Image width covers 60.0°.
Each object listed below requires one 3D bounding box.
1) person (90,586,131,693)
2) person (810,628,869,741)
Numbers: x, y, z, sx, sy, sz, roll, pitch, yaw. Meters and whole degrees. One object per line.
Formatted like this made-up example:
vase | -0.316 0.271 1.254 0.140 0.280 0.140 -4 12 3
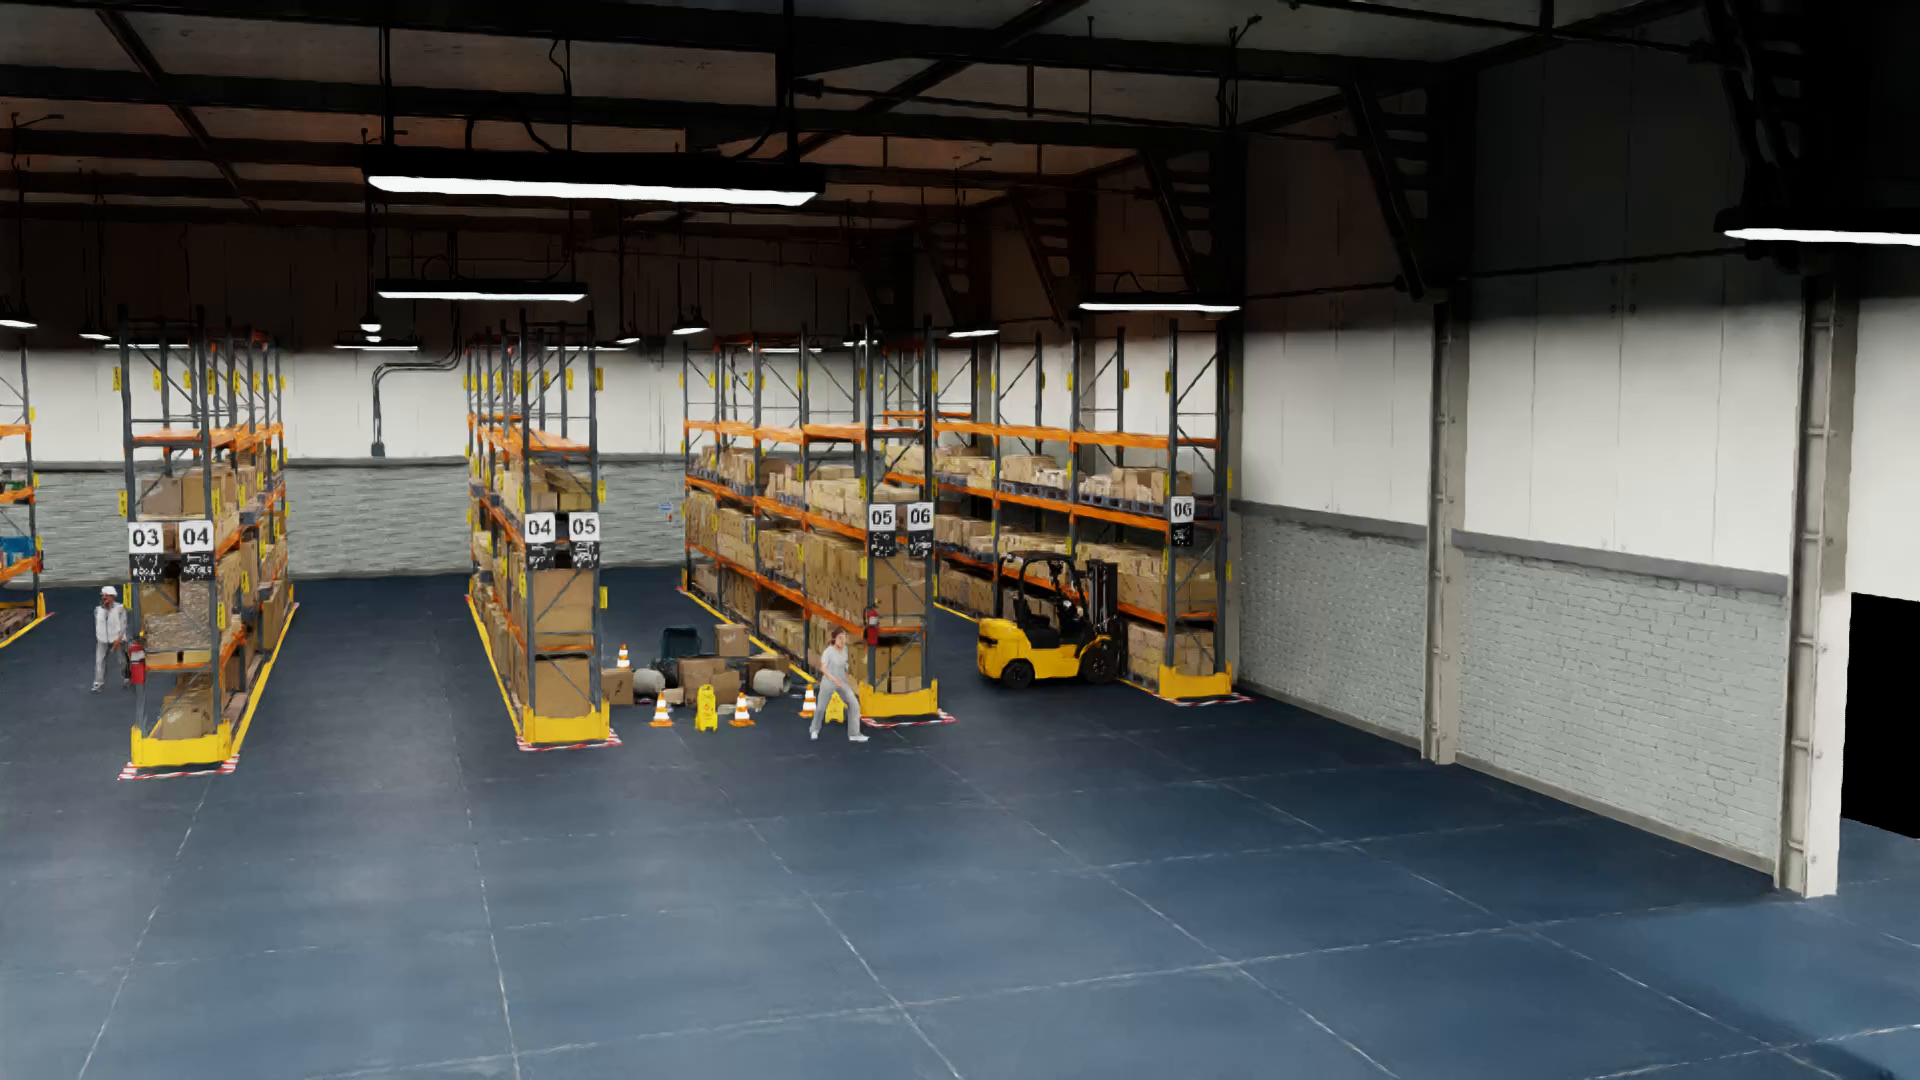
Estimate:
person | -13.738 1.588 26.927 0.539 1.715 1.031 -1 6 -10
person | -1.738 1.997 23.171 0.609 1.601 0.817 -4 7 -36
